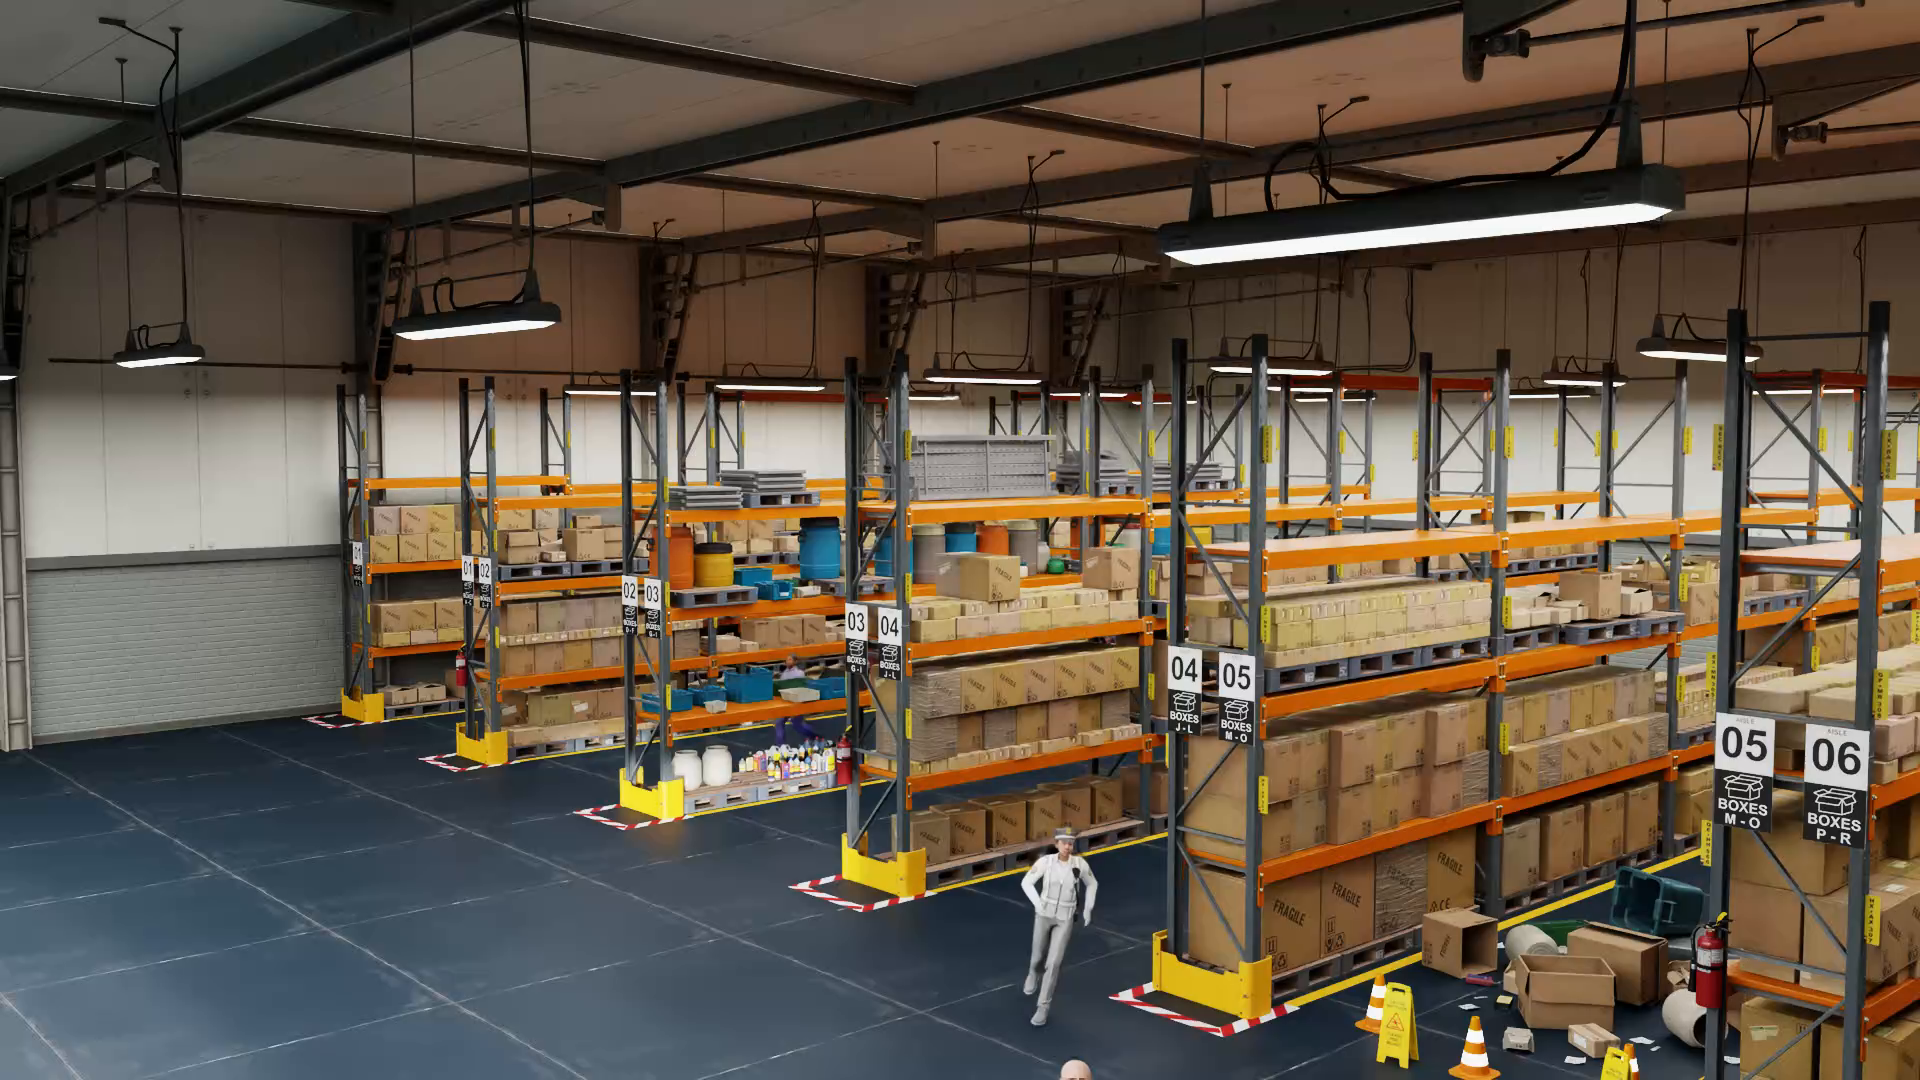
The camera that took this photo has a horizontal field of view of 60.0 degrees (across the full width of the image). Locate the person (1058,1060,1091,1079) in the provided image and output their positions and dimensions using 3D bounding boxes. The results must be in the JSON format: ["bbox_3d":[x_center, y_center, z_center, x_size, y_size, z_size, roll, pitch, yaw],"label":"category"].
[{"bbox_3d":[0.622,3.699,9.095,0.711,1.727,0.701,0,4,3],"label":"person"}]

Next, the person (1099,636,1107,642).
[{"bbox_3d":[2.658,2.266,32.429,0.561,1.572,0.550,3,5,39],"label":"person"}]

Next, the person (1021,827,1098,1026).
[{"bbox_3d":[0.875,3.353,14.739,0.673,1.660,0.925,0,4,7],"label":"person"}]

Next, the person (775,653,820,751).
[{"bbox_3d":[-2.672,2.602,26.434,0.615,1.624,0.899,4,5,44],"label":"person"}]
